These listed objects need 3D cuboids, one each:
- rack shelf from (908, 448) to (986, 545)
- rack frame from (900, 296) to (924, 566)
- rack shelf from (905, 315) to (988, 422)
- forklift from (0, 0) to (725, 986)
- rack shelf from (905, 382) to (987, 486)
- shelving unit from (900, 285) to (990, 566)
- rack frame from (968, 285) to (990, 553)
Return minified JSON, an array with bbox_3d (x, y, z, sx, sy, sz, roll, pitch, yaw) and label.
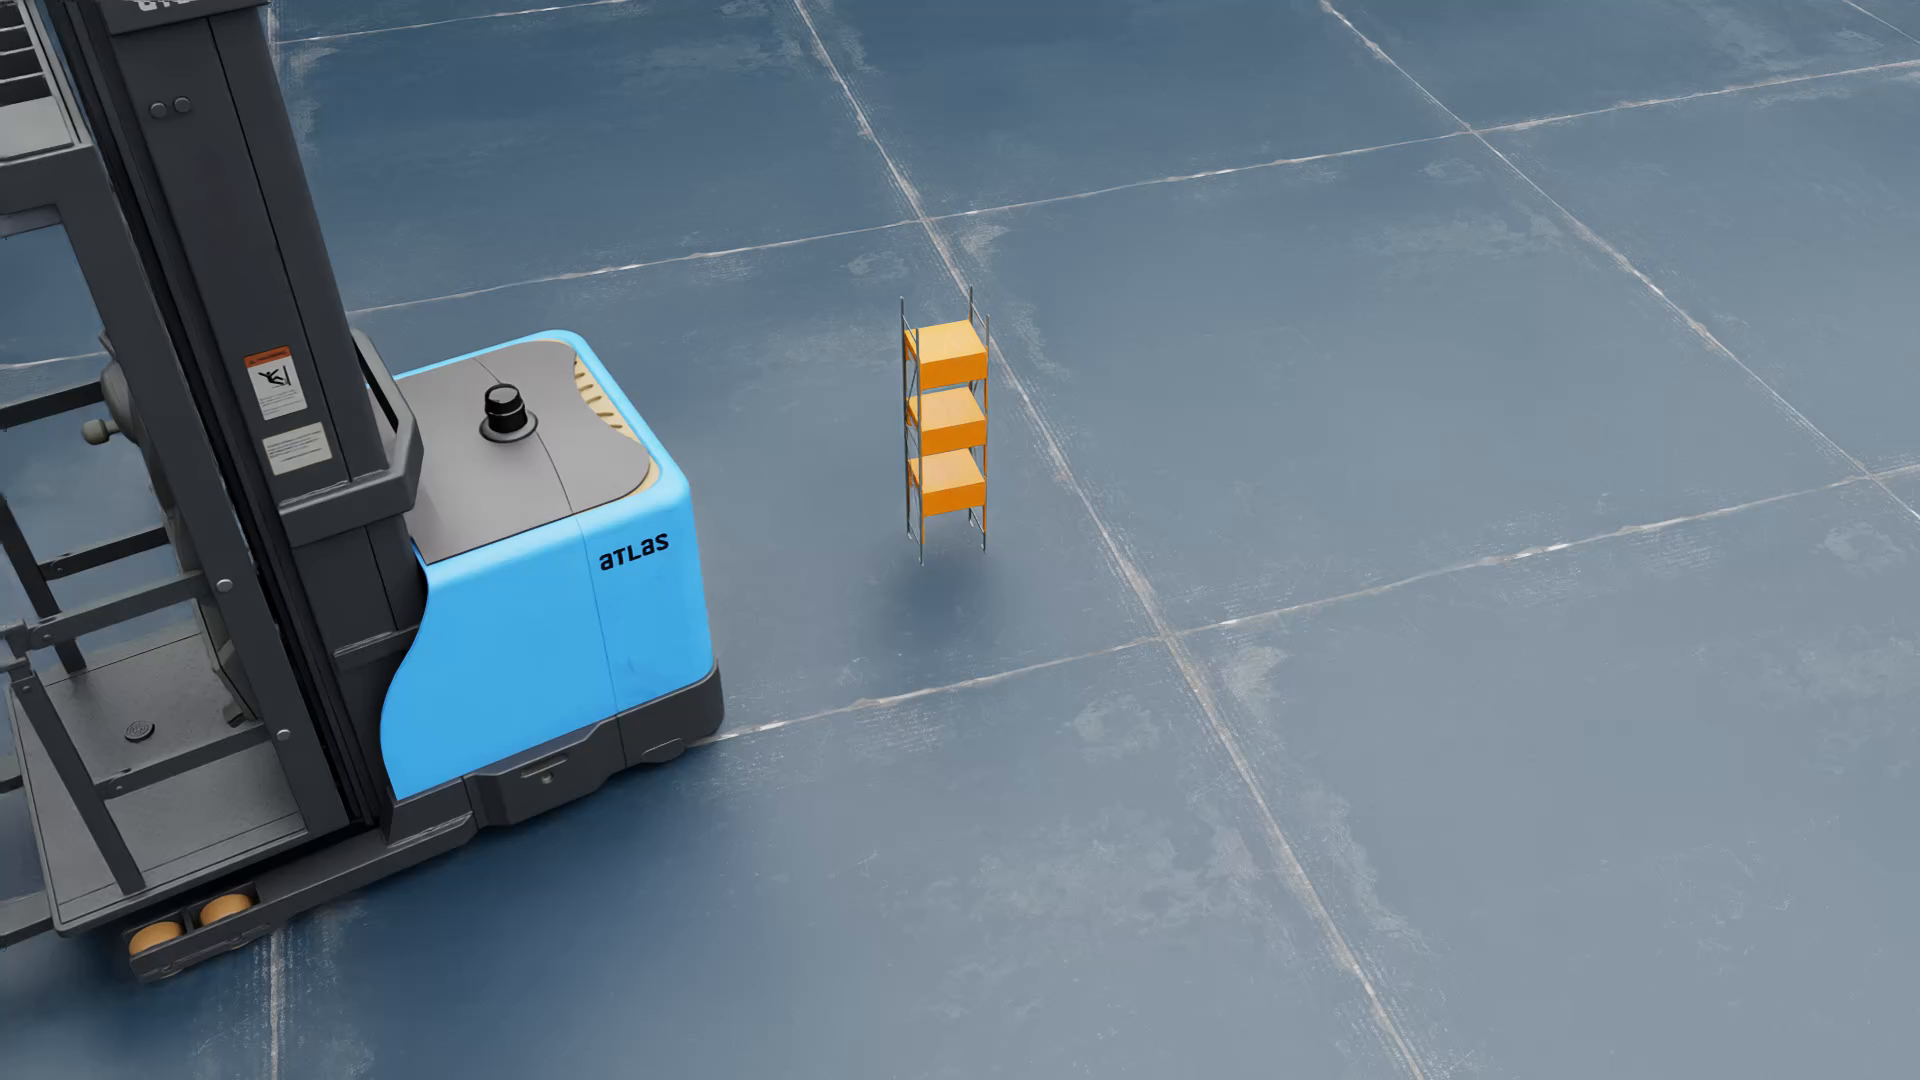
[{"bbox_3d":[-0.051,-0.168,6.082,0.240,0.259,0.215,-12,42,-13],"label":"rack shelf"},{"bbox_3d":[-0.167,-0.361,5.865,0.008,1.050,0.200,-12,42,-13],"label":"rack frame"},{"bbox_3d":[-0.051,-0.591,5.713,0.240,0.259,0.215,-12,42,-13],"label":"rack shelf"},{"bbox_3d":[-2.308,-0.239,4.296,3.031,2.935,1.130,-21,45,-22],"label":"forklift"},{"bbox_3d":[-0.051,-0.377,5.899,0.240,0.259,0.215,-12,42,-13],"label":"rack shelf"},{"bbox_3d":[-0.051,-0.385,5.892,0.252,1.050,0.215,-12,42,-13],"label":"shelving unit"},{"bbox_3d":[0.065,-0.409,5.920,0.008,1.050,0.200,-12,42,-13],"label":"rack frame"}]
